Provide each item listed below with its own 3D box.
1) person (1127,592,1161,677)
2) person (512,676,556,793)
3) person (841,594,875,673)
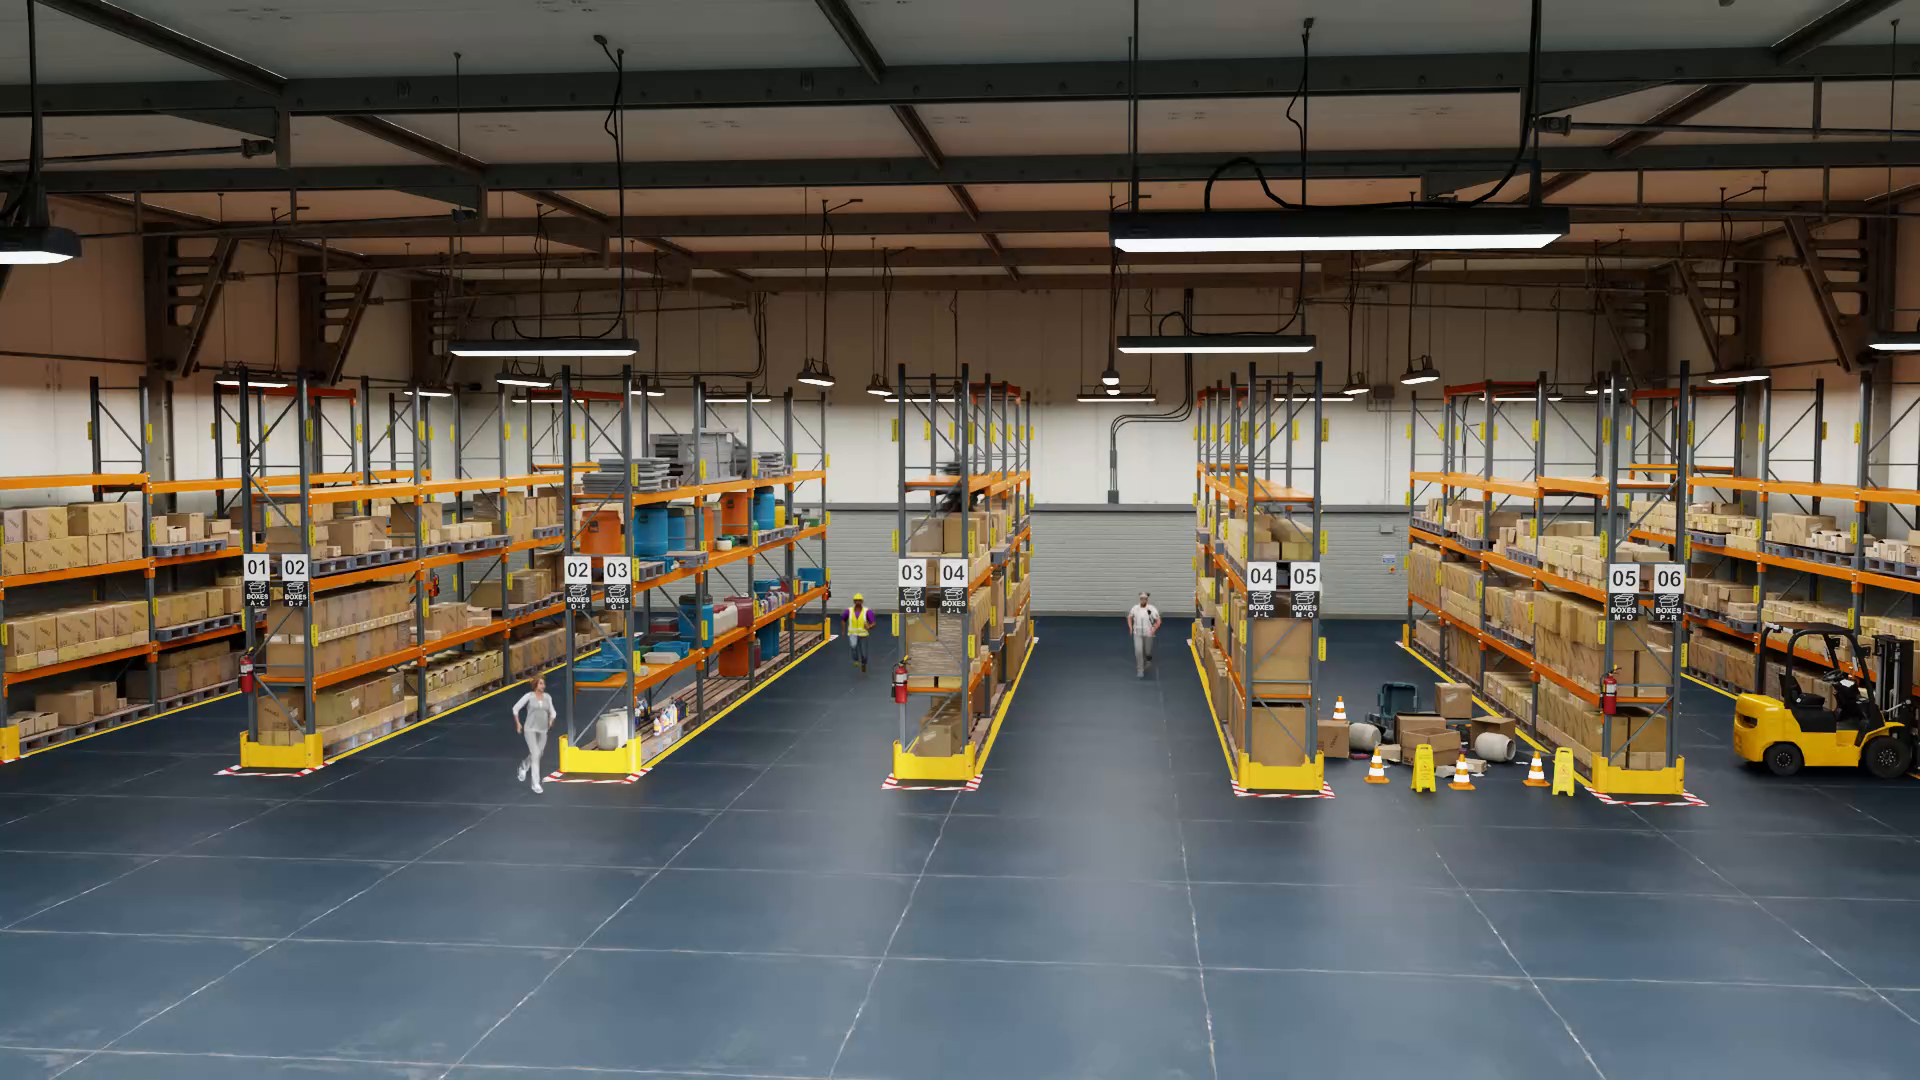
[{"bbox_3d":[3.788,1.922,34.333,0.699,1.738,0.792,1,4,11],"label":"person"},{"bbox_3d":[-5.966,2.718,23.444,0.574,1.580,0.750,-3,5,-38],"label":"person"},{"bbox_3d":[-2.076,1.918,33.824,0.714,1.653,0.914,0,4,-1],"label":"person"}]
